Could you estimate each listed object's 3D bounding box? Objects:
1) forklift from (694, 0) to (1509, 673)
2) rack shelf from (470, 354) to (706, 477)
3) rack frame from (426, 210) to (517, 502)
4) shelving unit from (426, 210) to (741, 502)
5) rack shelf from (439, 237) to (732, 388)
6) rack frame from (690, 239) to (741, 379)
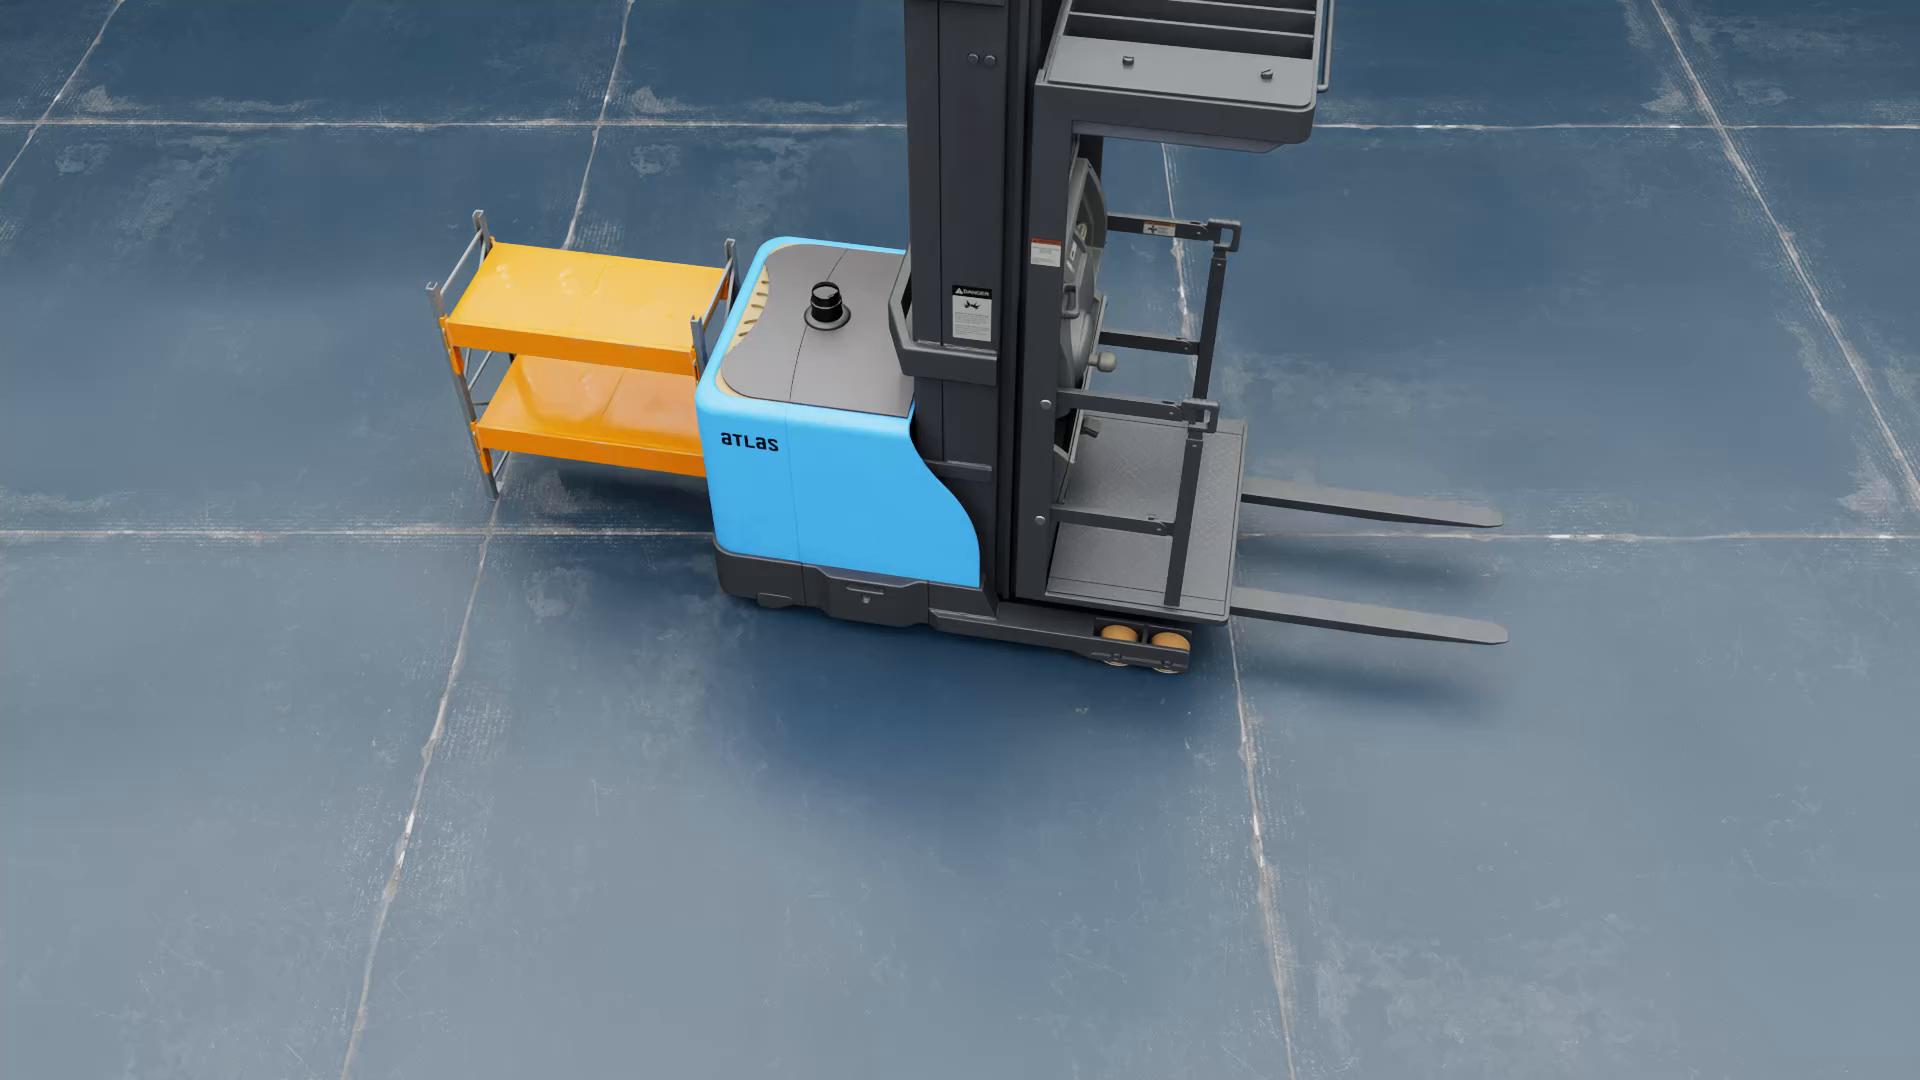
[{"bbox_3d":[0.611,-0.914,5.679,3.031,2.935,1.130,8,48,7],"label":"forklift"},{"bbox_3d":[-1.421,-0.491,6.853,1.000,0.278,0.538,8,48,7],"label":"rack shelf"},{"bbox_3d":[-1.921,-0.725,6.737,0.032,1.125,0.500,8,48,7],"label":"rack frame"},{"bbox_3d":[-1.421,-0.657,6.674,1.048,1.125,0.538,8,48,7],"label":"shelving unit"},{"bbox_3d":[-1.421,-0.857,6.460,1.000,0.278,0.538,8,48,7],"label":"rack shelf"},{"bbox_3d":[-0.921,-0.590,6.611,0.032,1.125,0.500,8,48,7],"label":"rack frame"}]
